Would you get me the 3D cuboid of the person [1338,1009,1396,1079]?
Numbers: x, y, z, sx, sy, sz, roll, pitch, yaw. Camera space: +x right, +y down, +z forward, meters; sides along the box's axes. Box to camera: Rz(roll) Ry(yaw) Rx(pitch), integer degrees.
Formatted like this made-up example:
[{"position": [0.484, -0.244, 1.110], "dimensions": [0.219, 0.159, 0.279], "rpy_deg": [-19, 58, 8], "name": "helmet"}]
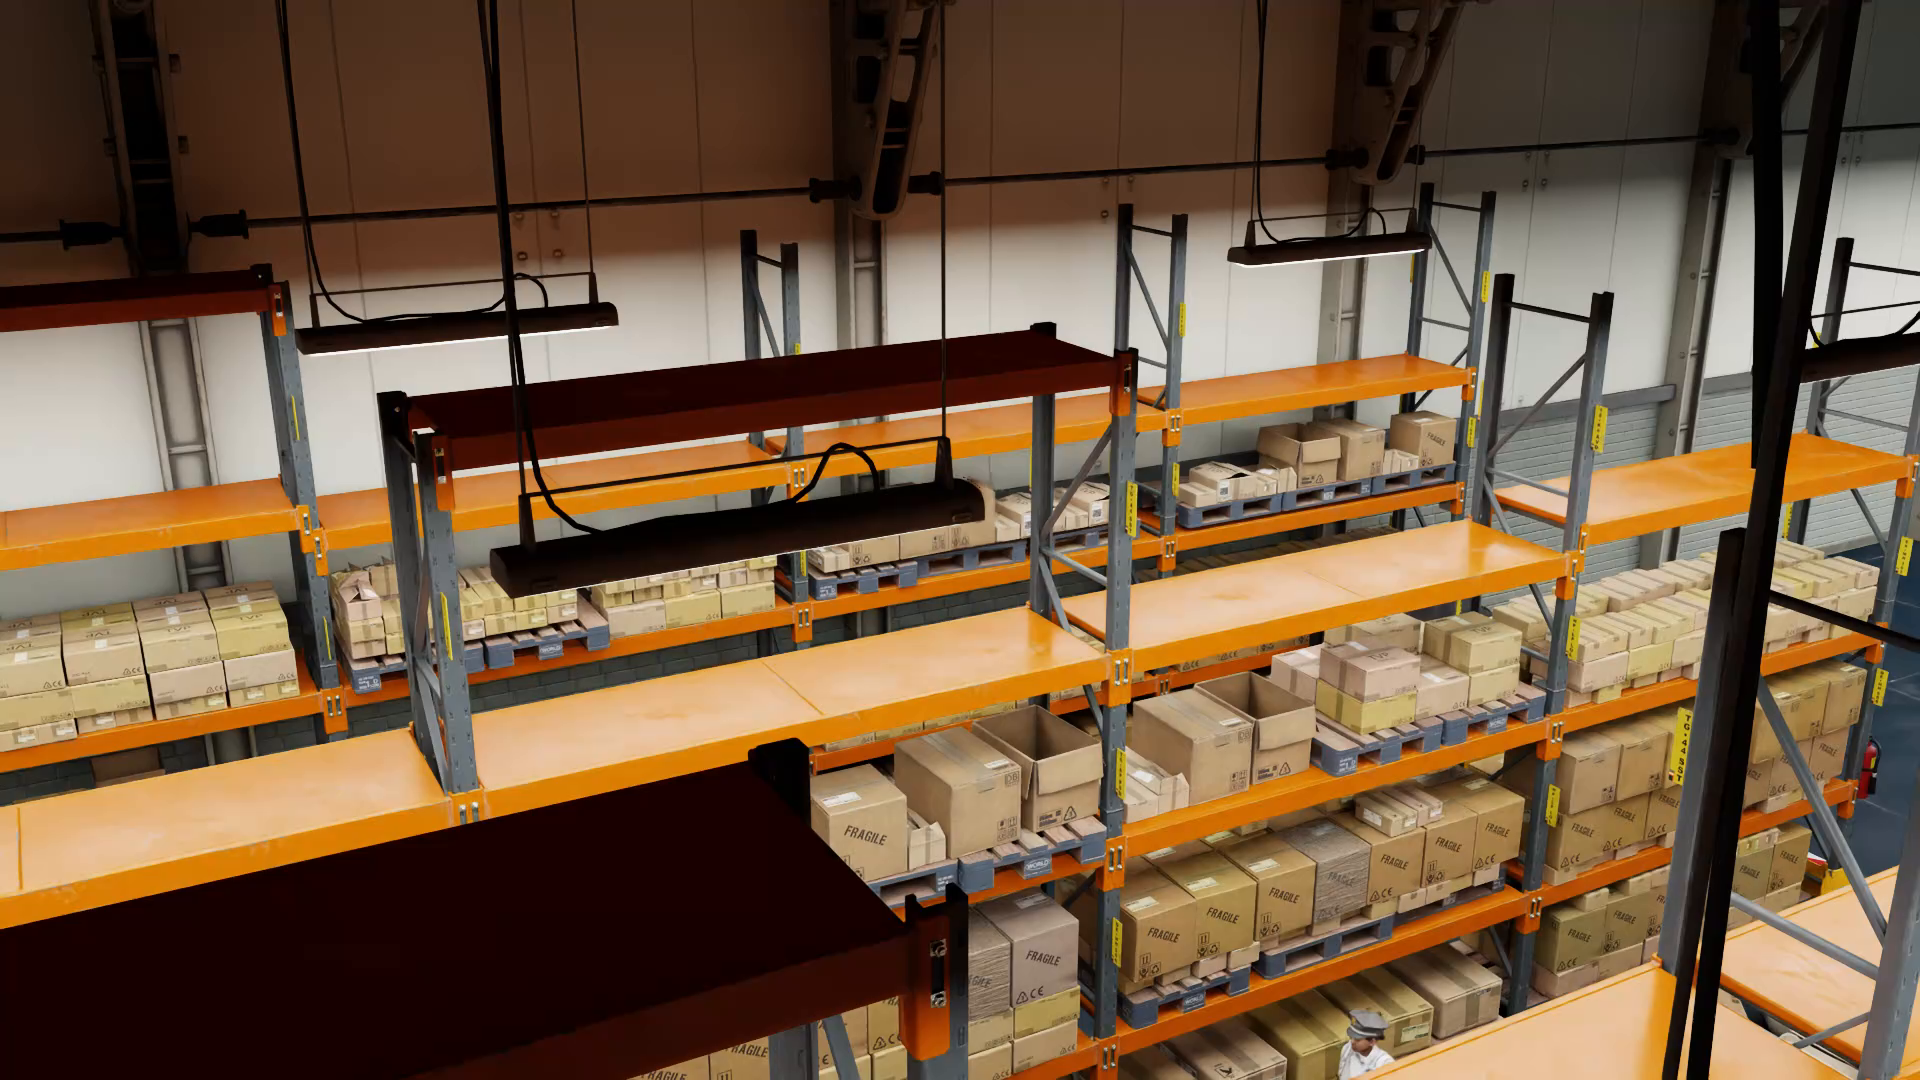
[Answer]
[{"position": [2.689, 3.879, 11.010], "dimensions": [0.394, 1.676, 0.523], "rpy_deg": [-12, 22, -33], "name": "person"}]
